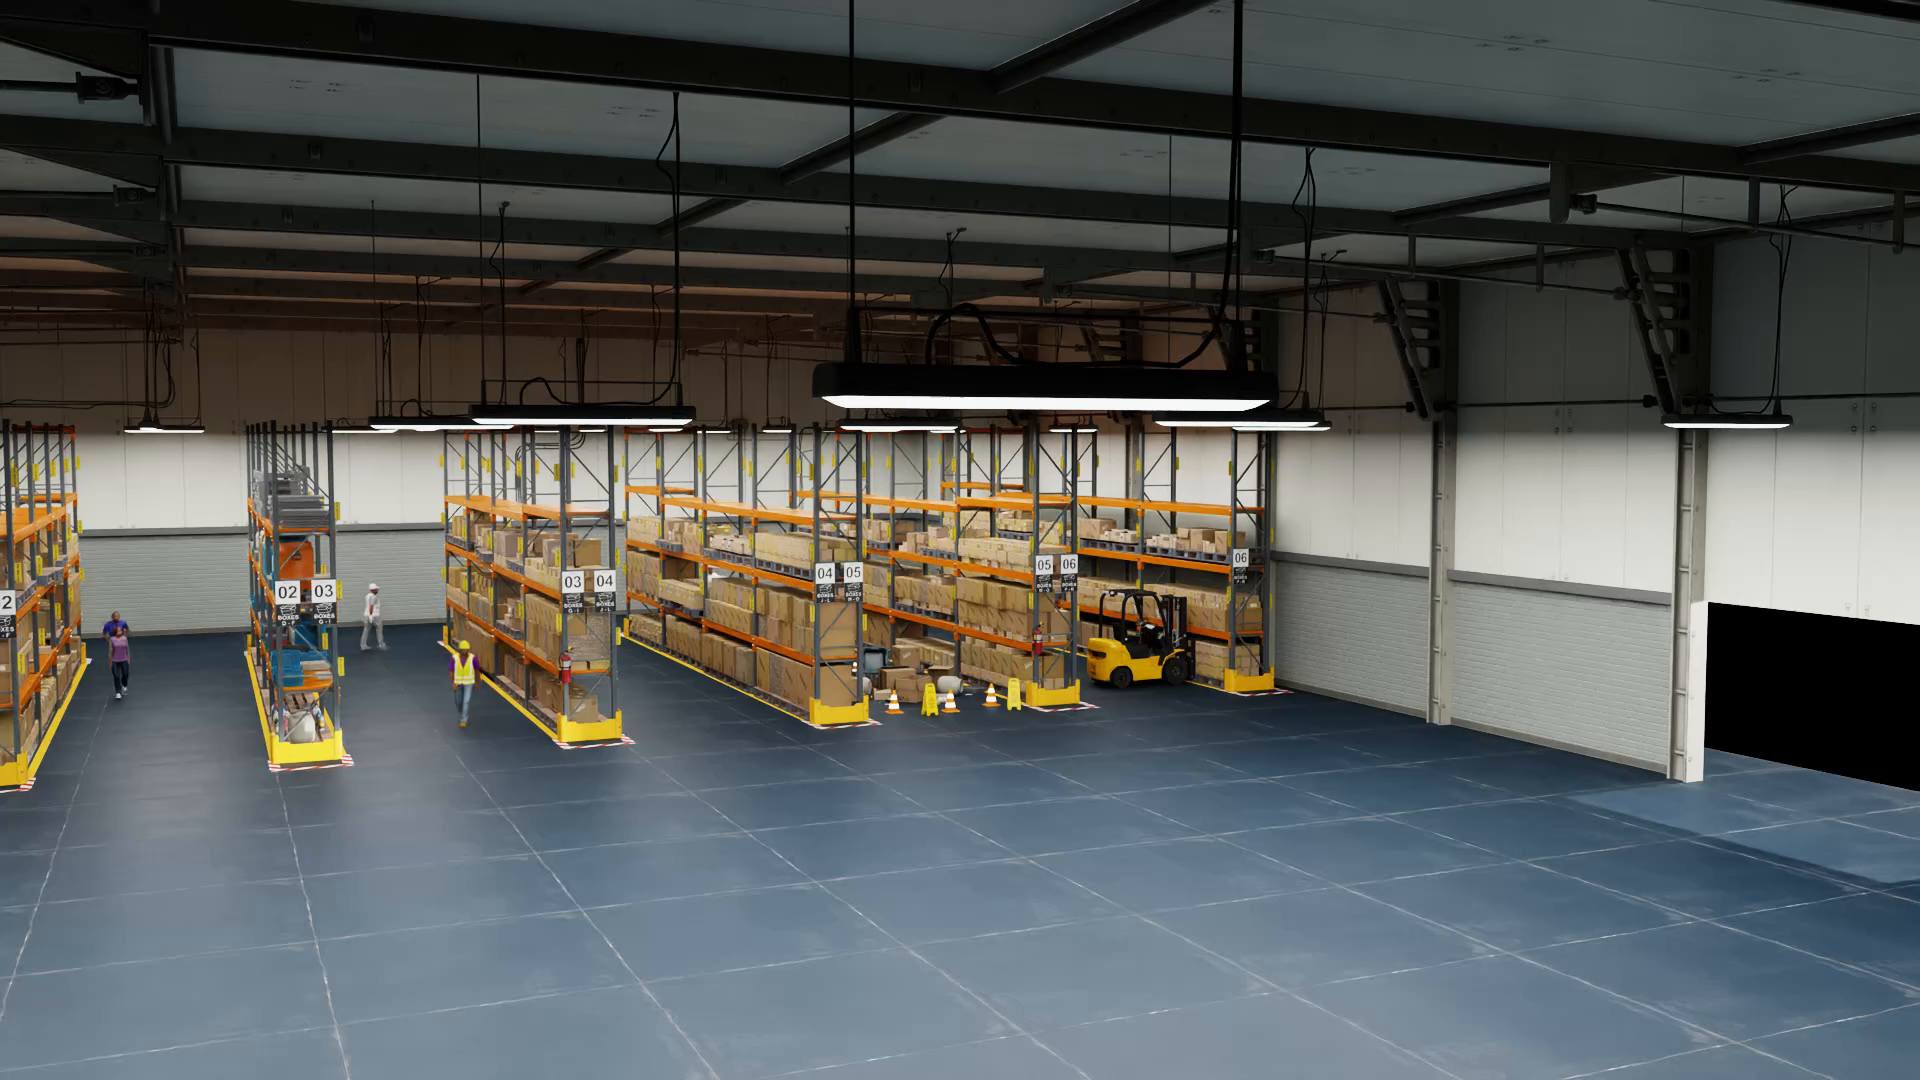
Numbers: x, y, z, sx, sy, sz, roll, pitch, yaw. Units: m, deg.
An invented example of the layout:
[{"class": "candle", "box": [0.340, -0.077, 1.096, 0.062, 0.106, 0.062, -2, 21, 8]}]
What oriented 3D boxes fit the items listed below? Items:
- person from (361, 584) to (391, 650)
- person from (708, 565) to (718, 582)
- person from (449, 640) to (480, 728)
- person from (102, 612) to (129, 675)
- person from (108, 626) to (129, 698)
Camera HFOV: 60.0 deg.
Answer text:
[{"class": "person", "box": [-15.755, 2.057, 44.598, 0.511, 1.779, 0.801, 2, 4, 29]}, {"class": "person", "box": [-7.774, 1.642, 51.404, 0.646, 1.821, 0.535, 2, 4, 33]}, {"class": "person", "box": [-9.774, 2.825, 32.734, 0.564, 1.691, 1.110, -1, 4, -8]}, {"class": "person", "box": [-20.108, 2.467, 39.628, 0.516, 1.567, 0.731, -1, 4, -15]}, {"class": "person", "box": [-18.340, 2.647, 36.265, 0.415, 1.588, 0.453, -2, 4, -27]}]
